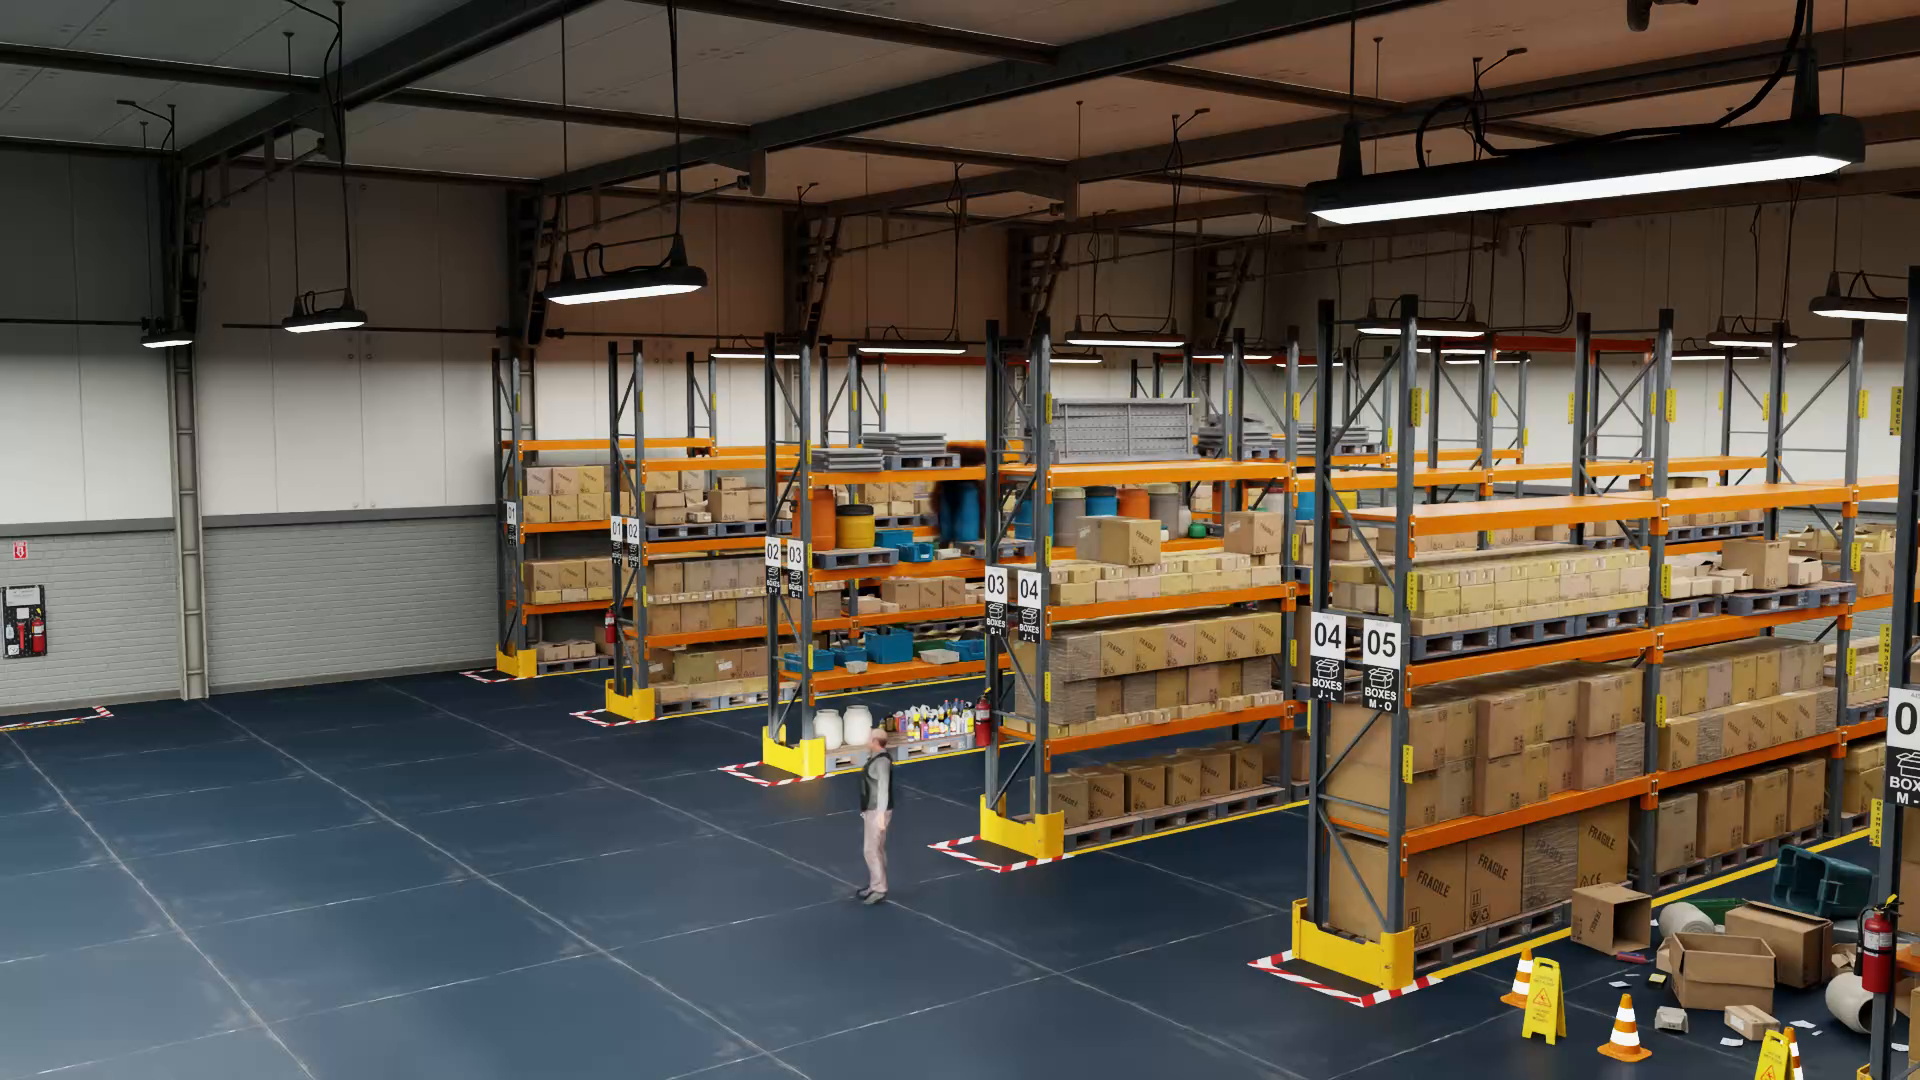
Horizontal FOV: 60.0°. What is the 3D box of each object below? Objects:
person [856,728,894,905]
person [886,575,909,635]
[{"bbox_3d":[-0.875,2.820,17.086,0.387,1.765,0.595,0,5,-4],"label":"person"},{"bbox_3d":[-1.348,1.308,33.659,0.507,1.728,1.019,5,7,44],"label":"person"}]
